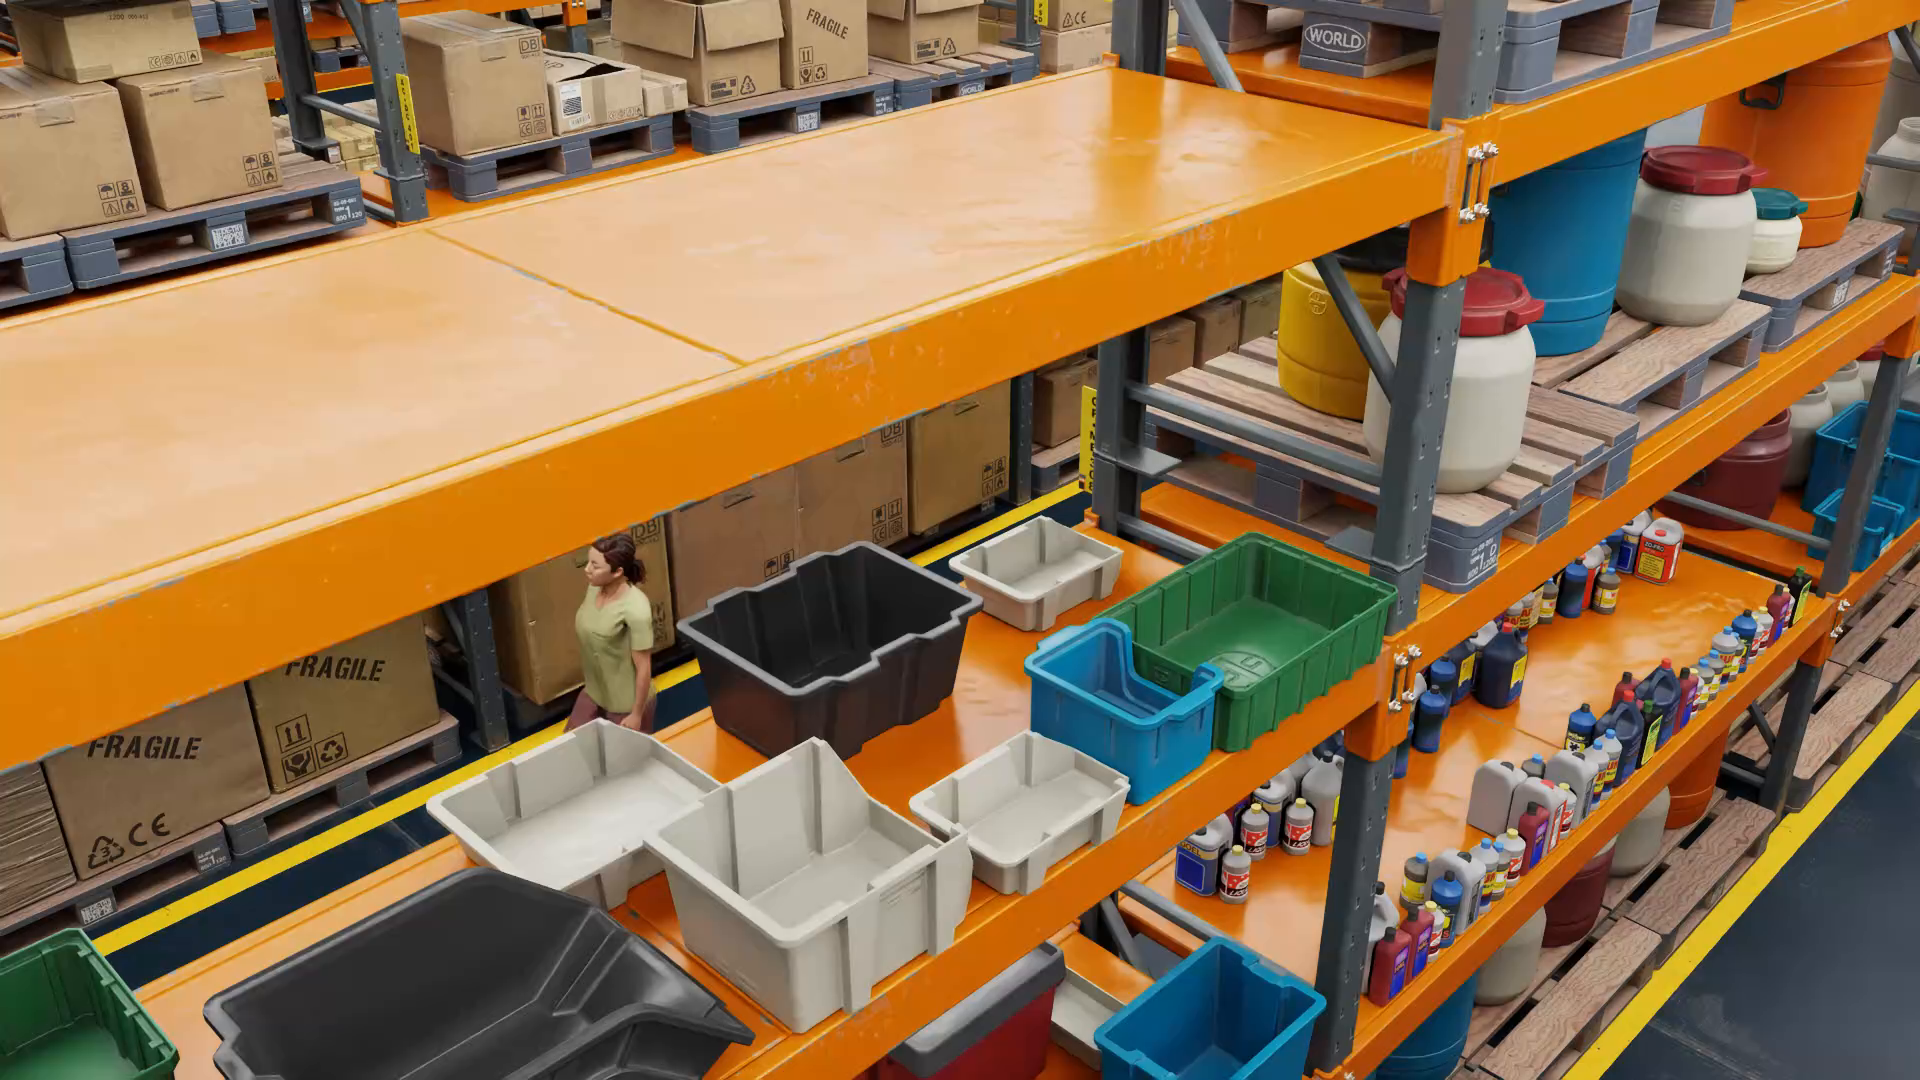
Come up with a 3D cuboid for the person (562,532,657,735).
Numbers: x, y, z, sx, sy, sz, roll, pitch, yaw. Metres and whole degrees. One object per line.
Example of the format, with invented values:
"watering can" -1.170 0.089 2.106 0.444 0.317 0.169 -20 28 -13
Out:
"person" -1.569 0.841 7.548 0.450 1.412 0.436 25 37 38
